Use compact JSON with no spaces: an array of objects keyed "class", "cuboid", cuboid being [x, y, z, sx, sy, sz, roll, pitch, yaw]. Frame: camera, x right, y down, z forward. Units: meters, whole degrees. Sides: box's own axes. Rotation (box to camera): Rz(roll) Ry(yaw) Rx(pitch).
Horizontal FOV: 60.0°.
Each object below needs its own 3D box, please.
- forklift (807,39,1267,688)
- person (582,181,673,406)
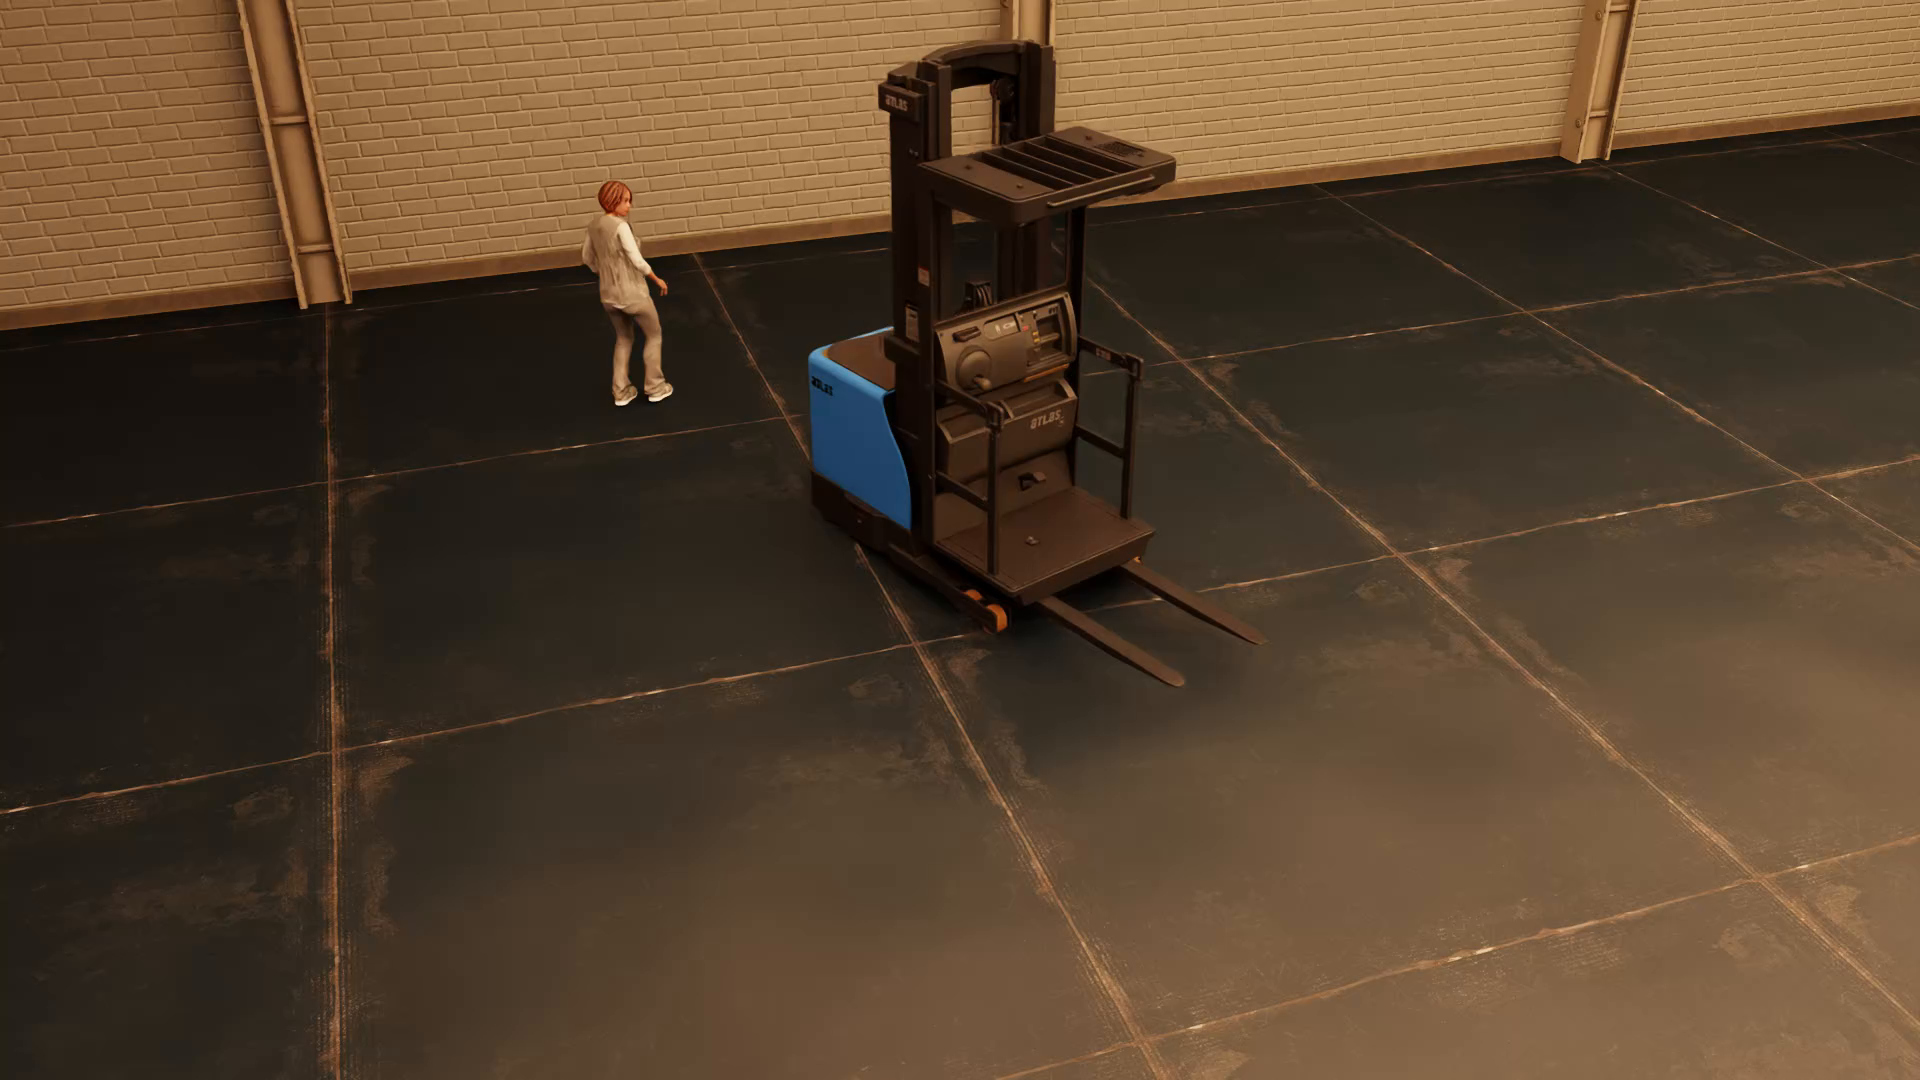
[{"class":"forklift","cuboid":[0.396,-1.035,8.887,1.130,2.935,3.031,-22,36,-33]},{"class":"person","cuboid":[-2.286,-1.685,11.396,0.614,1.570,0.444,16,33,25]}]
